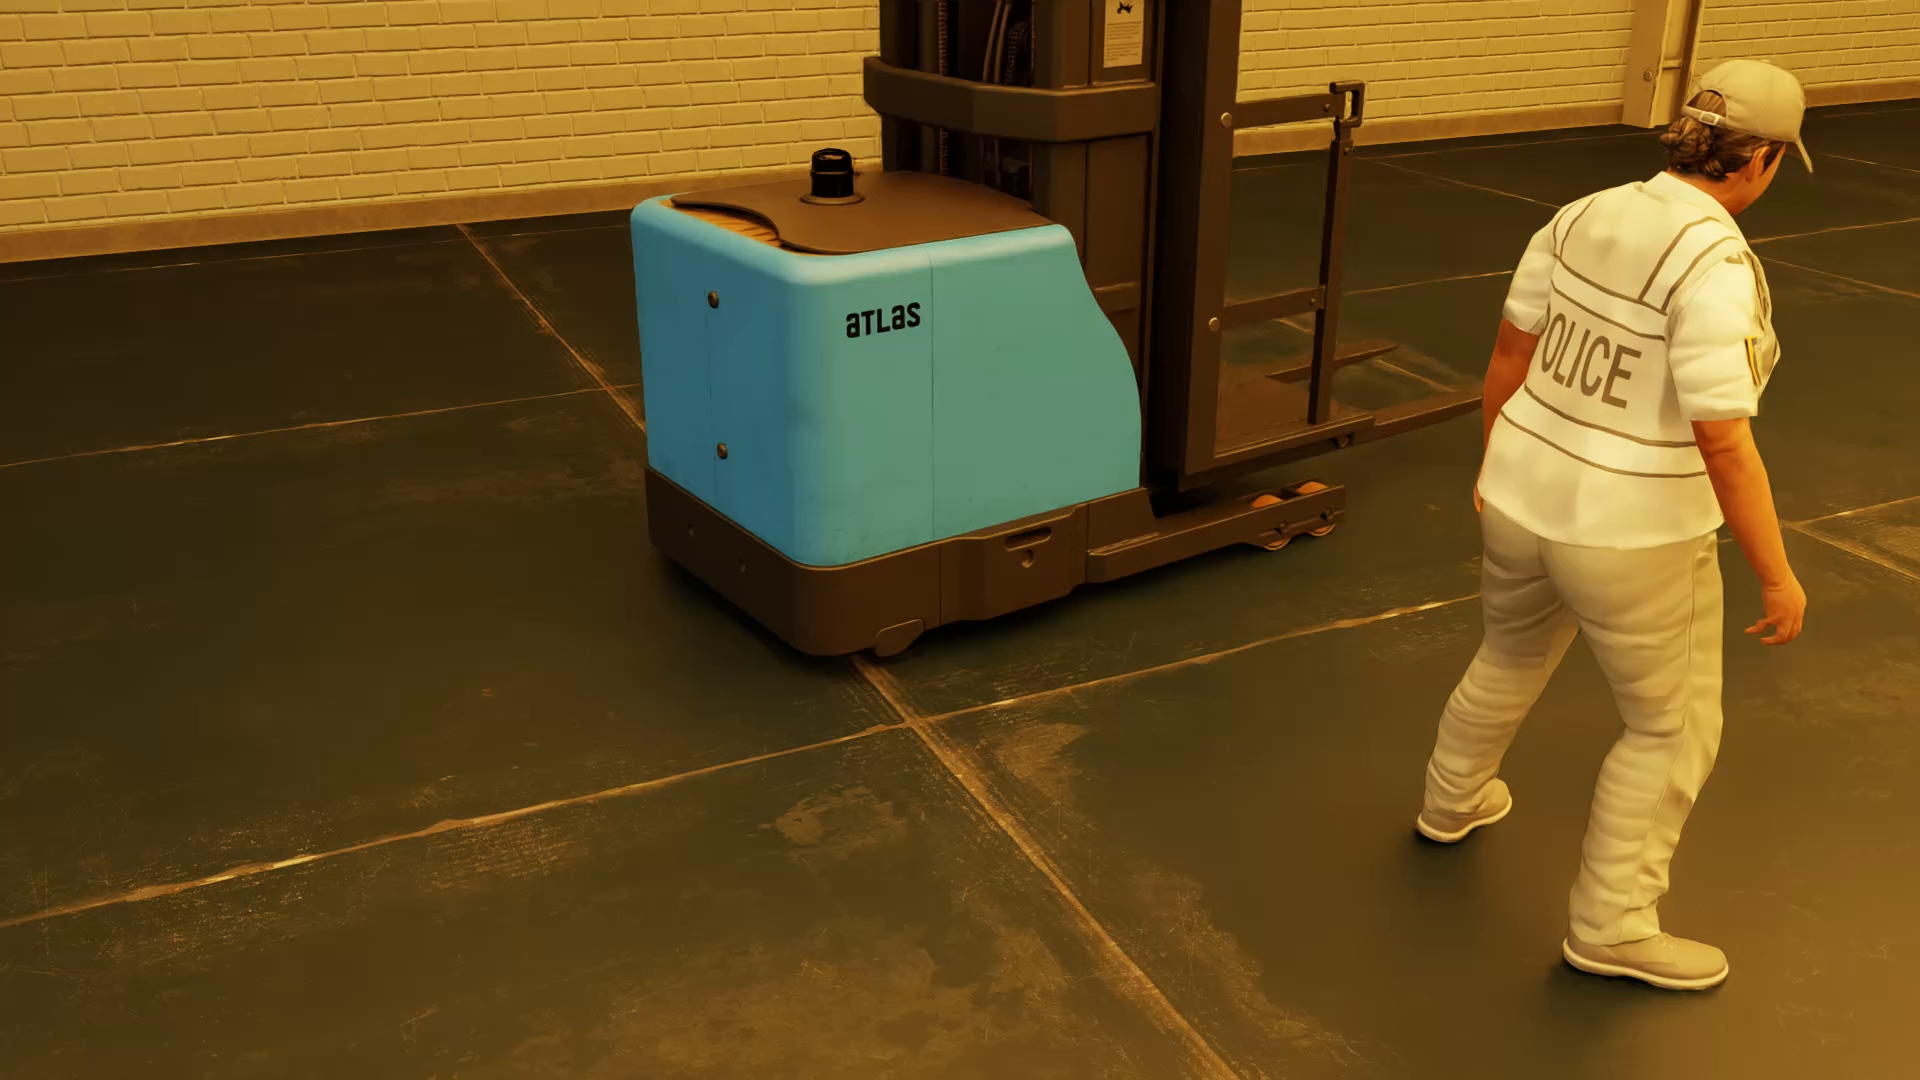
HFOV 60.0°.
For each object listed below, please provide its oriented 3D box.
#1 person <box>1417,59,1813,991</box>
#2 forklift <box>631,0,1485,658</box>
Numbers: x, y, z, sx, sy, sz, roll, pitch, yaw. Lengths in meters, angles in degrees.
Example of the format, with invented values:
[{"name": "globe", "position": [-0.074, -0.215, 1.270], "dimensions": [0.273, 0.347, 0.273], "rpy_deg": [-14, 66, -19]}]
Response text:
[{"name": "person", "position": [1.202, -0.038, 3.068], "dimensions": [0.468, 1.651, 0.778], "rpy_deg": [-8, 24, -18]}, {"name": "forklift", "position": [0.582, -1.473, 4.832], "dimensions": [3.031, 2.935, 1.130], "rpy_deg": [-15, 27, -32]}]
